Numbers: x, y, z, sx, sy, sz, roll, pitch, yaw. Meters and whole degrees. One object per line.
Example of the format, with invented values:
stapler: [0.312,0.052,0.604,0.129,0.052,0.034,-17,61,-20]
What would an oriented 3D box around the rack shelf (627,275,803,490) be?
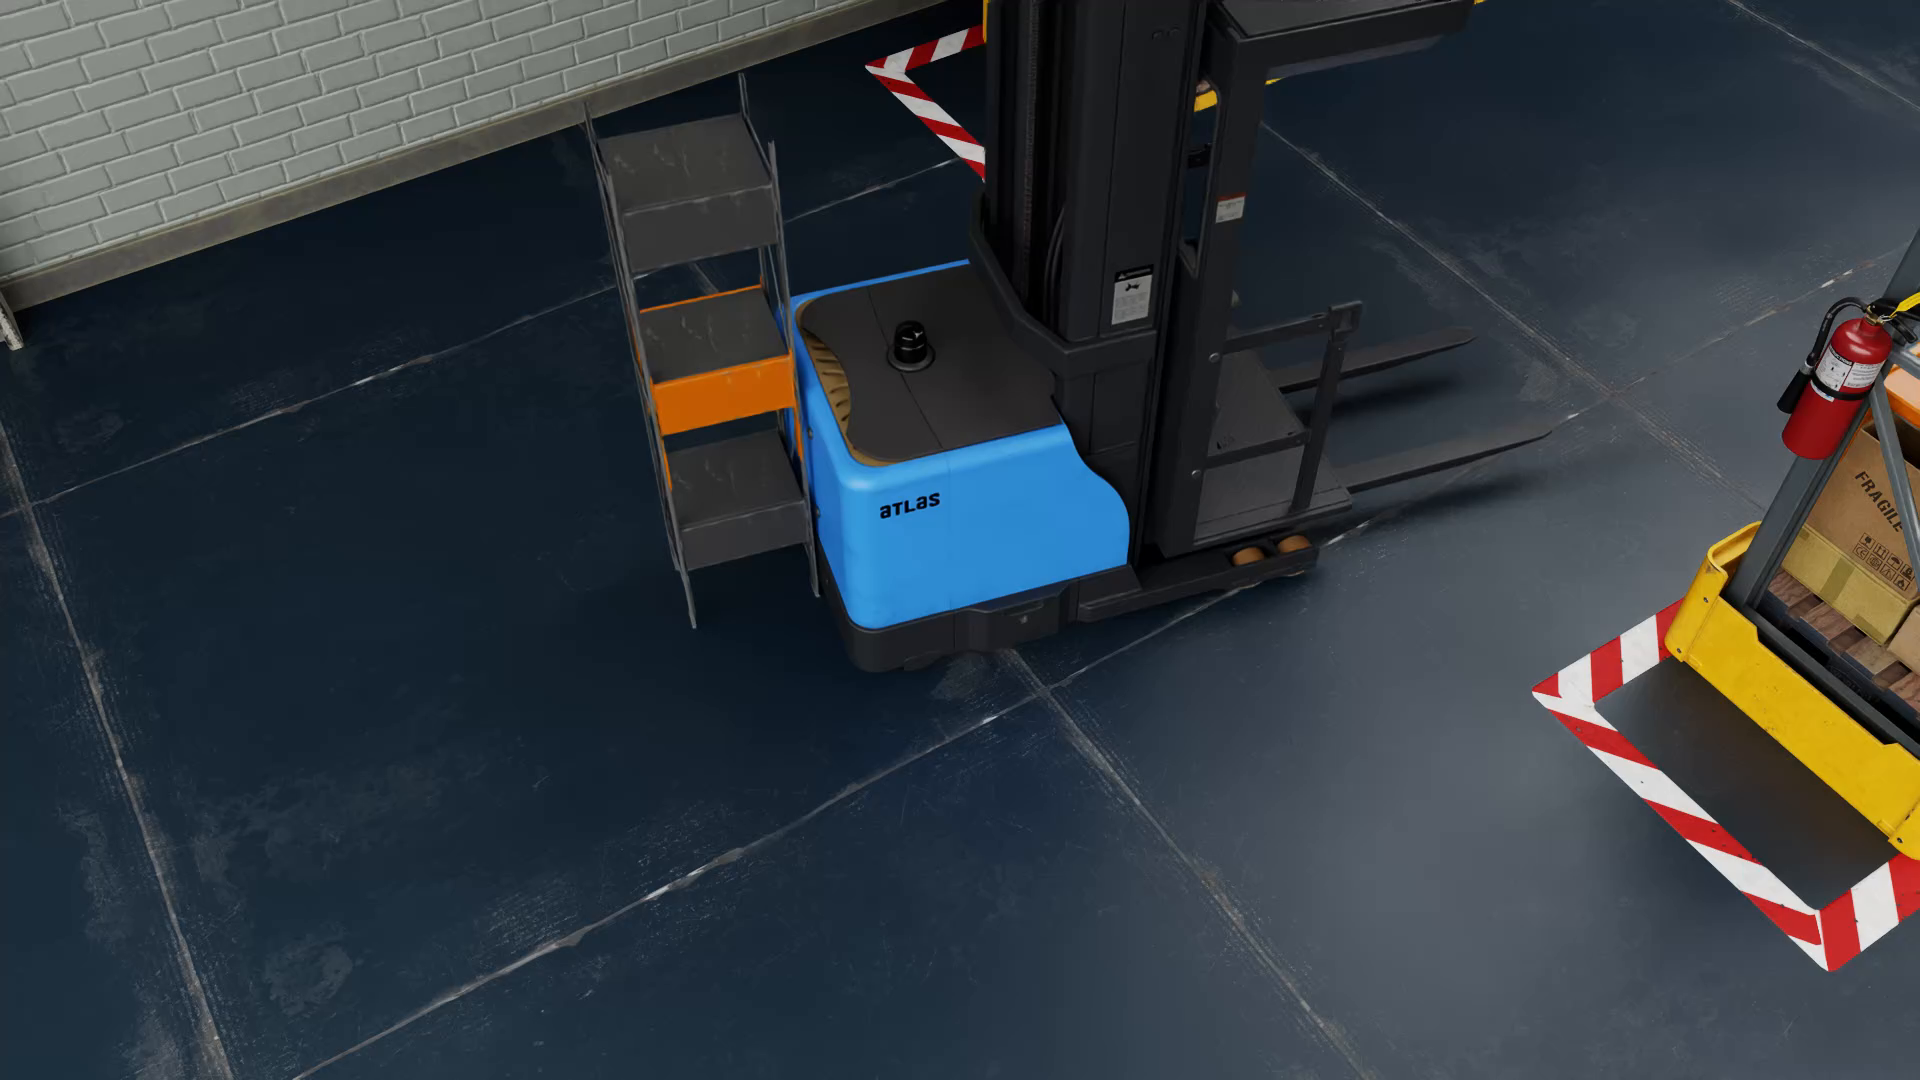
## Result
rack shelf: [-0.851,-0.547,5.795,0.480,0.518,0.431,-14,50,-12]

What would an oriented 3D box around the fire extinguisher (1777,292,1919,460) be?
fire extinguisher: [2.791,-0.545,5.224,0.183,0.674,0.296,-25,53,-21]

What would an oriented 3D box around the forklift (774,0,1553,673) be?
forklift: [0.886,-1.148,5.755,3.031,2.935,1.130,-14,50,-12]

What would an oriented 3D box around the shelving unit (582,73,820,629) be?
shelving unit: [-0.851,-0.556,5.785,0.503,2.100,0.431,-14,50,-12]

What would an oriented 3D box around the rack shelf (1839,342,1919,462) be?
rack shelf: [4.831,-0.882,5.954,4.000,0.370,1.077,-25,53,-21]

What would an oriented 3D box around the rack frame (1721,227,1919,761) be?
rack frame: [3.139,-0.324,4.975,0.127,3.000,1.000,-25,53,-21]

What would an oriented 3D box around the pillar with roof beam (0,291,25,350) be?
pillar with roof beam: [-2.154,-1.162,1.704,0.400,9.000,9.100,-25,53,-21]

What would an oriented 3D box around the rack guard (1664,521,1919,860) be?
rack guard: [3.119,0.517,5.900,0.348,0.500,1.175,-25,53,-21]

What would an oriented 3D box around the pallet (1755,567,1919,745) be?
pallet: [3.764,0.272,6.312,1.213,0.211,1.003,-25,53,-21]

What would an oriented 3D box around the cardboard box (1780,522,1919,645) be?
cardboard box: [3.435,0.050,6.202,0.500,0.250,0.500,-25,53,-21]

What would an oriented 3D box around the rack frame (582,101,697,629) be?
rack frame: [-1.082,-0.498,5.732,0.015,2.100,0.400,-14,50,-12]

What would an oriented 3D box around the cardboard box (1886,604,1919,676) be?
cardboard box: [3.712,0.377,5.911,0.500,0.250,0.500,-25,53,-21]

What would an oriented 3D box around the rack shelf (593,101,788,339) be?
rack shelf: [-0.851,-1.013,5.272,0.480,0.518,0.431,-14,50,-12]

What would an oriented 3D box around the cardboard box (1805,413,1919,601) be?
cardboard box: [3.434,-0.200,5.923,0.500,0.500,0.500,-25,53,-21]

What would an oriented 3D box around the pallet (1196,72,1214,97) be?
pallet: [1.263,-2.856,9.097,1.213,0.211,1.003,-25,53,-21]

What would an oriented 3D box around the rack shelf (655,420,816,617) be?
rack shelf: [-0.851,-0.081,6.317,0.480,0.518,0.431,-14,50,-12]

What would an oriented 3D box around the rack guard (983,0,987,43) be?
rack guard: [0.557,-2.650,8.721,0.348,0.500,1.175,-25,53,-21]

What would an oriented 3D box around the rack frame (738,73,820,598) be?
rack frame: [-0.620,-0.615,5.837,0.015,2.100,0.400,-14,50,-12]
